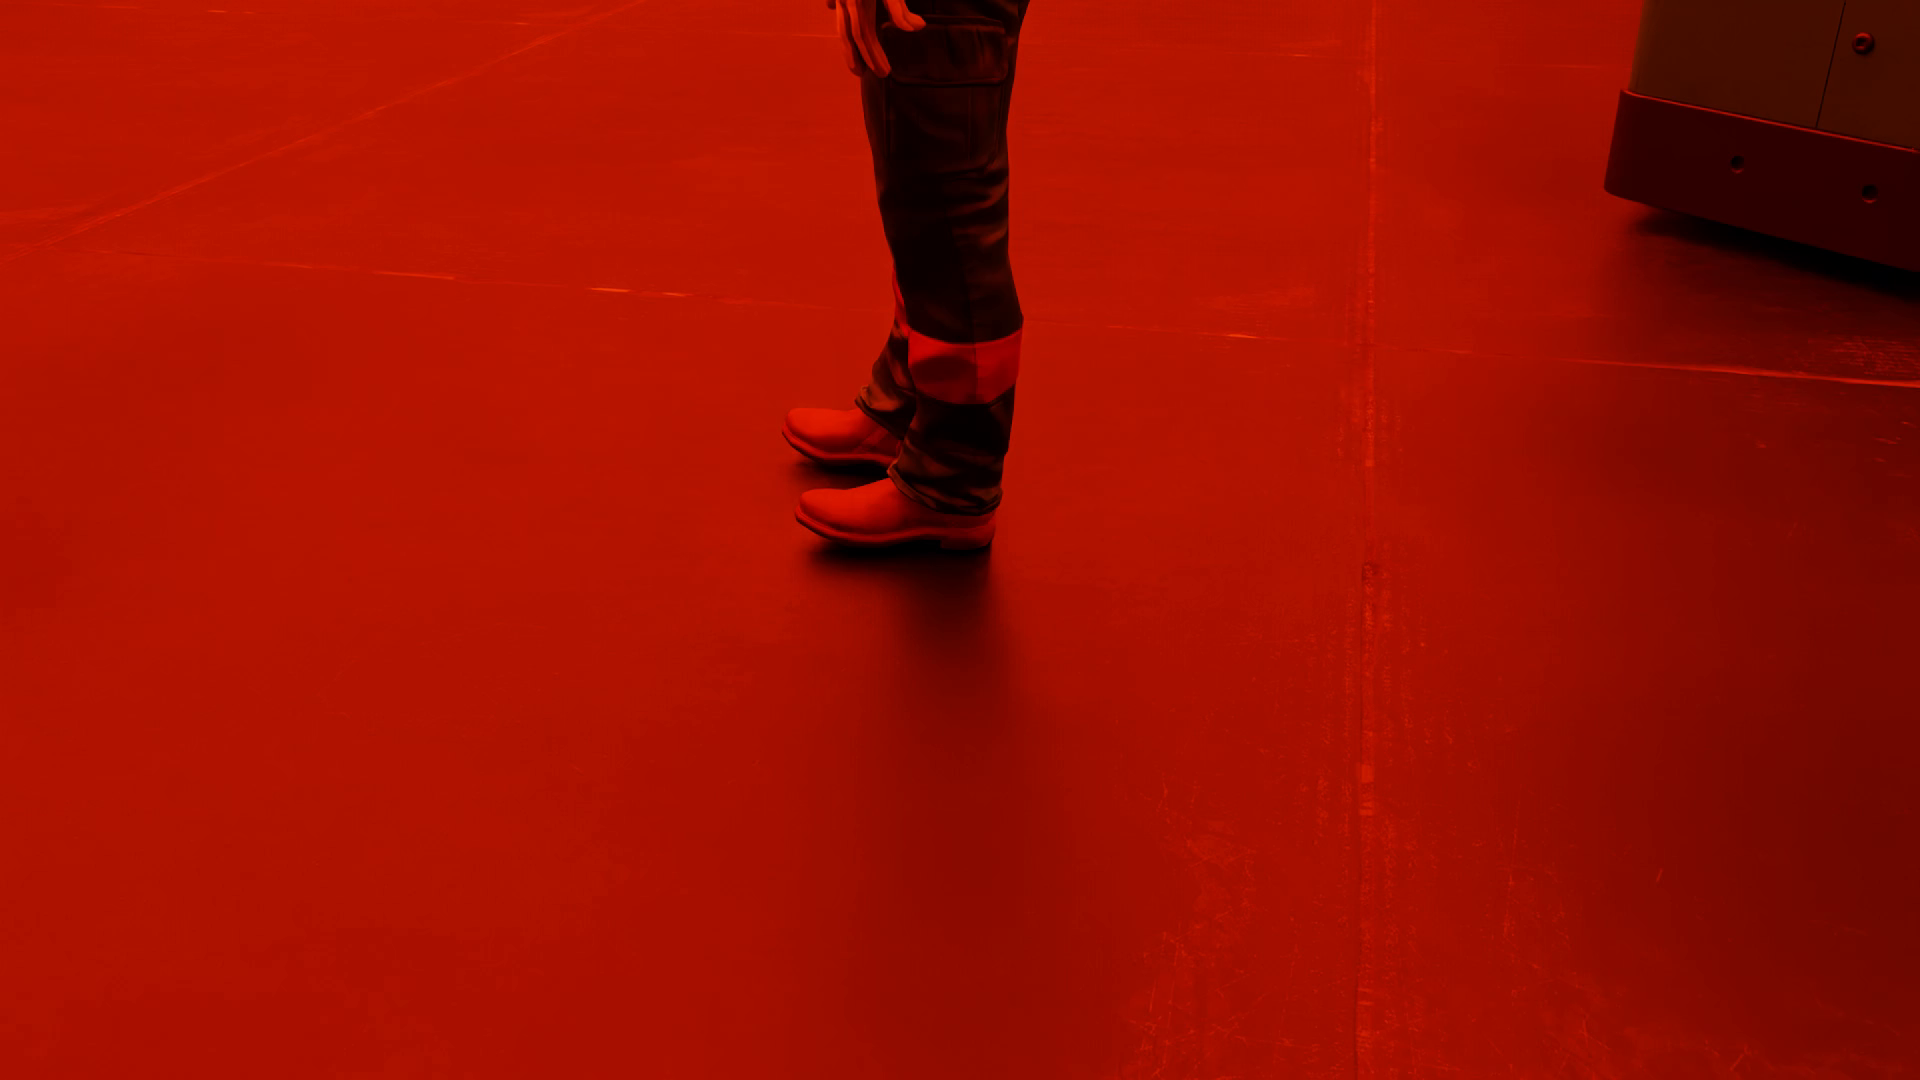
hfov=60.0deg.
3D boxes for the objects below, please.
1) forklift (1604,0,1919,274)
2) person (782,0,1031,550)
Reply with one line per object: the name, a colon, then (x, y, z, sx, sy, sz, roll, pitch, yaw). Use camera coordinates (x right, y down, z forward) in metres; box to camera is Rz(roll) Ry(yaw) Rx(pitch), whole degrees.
forklift: (3.056, -2.288, 3.782, 3.031, 2.935, 1.130, -17, 32, -31)
person: (-0.075, -0.819, 2.120, 0.564, 1.787, 0.637, 6, 27, 11)
